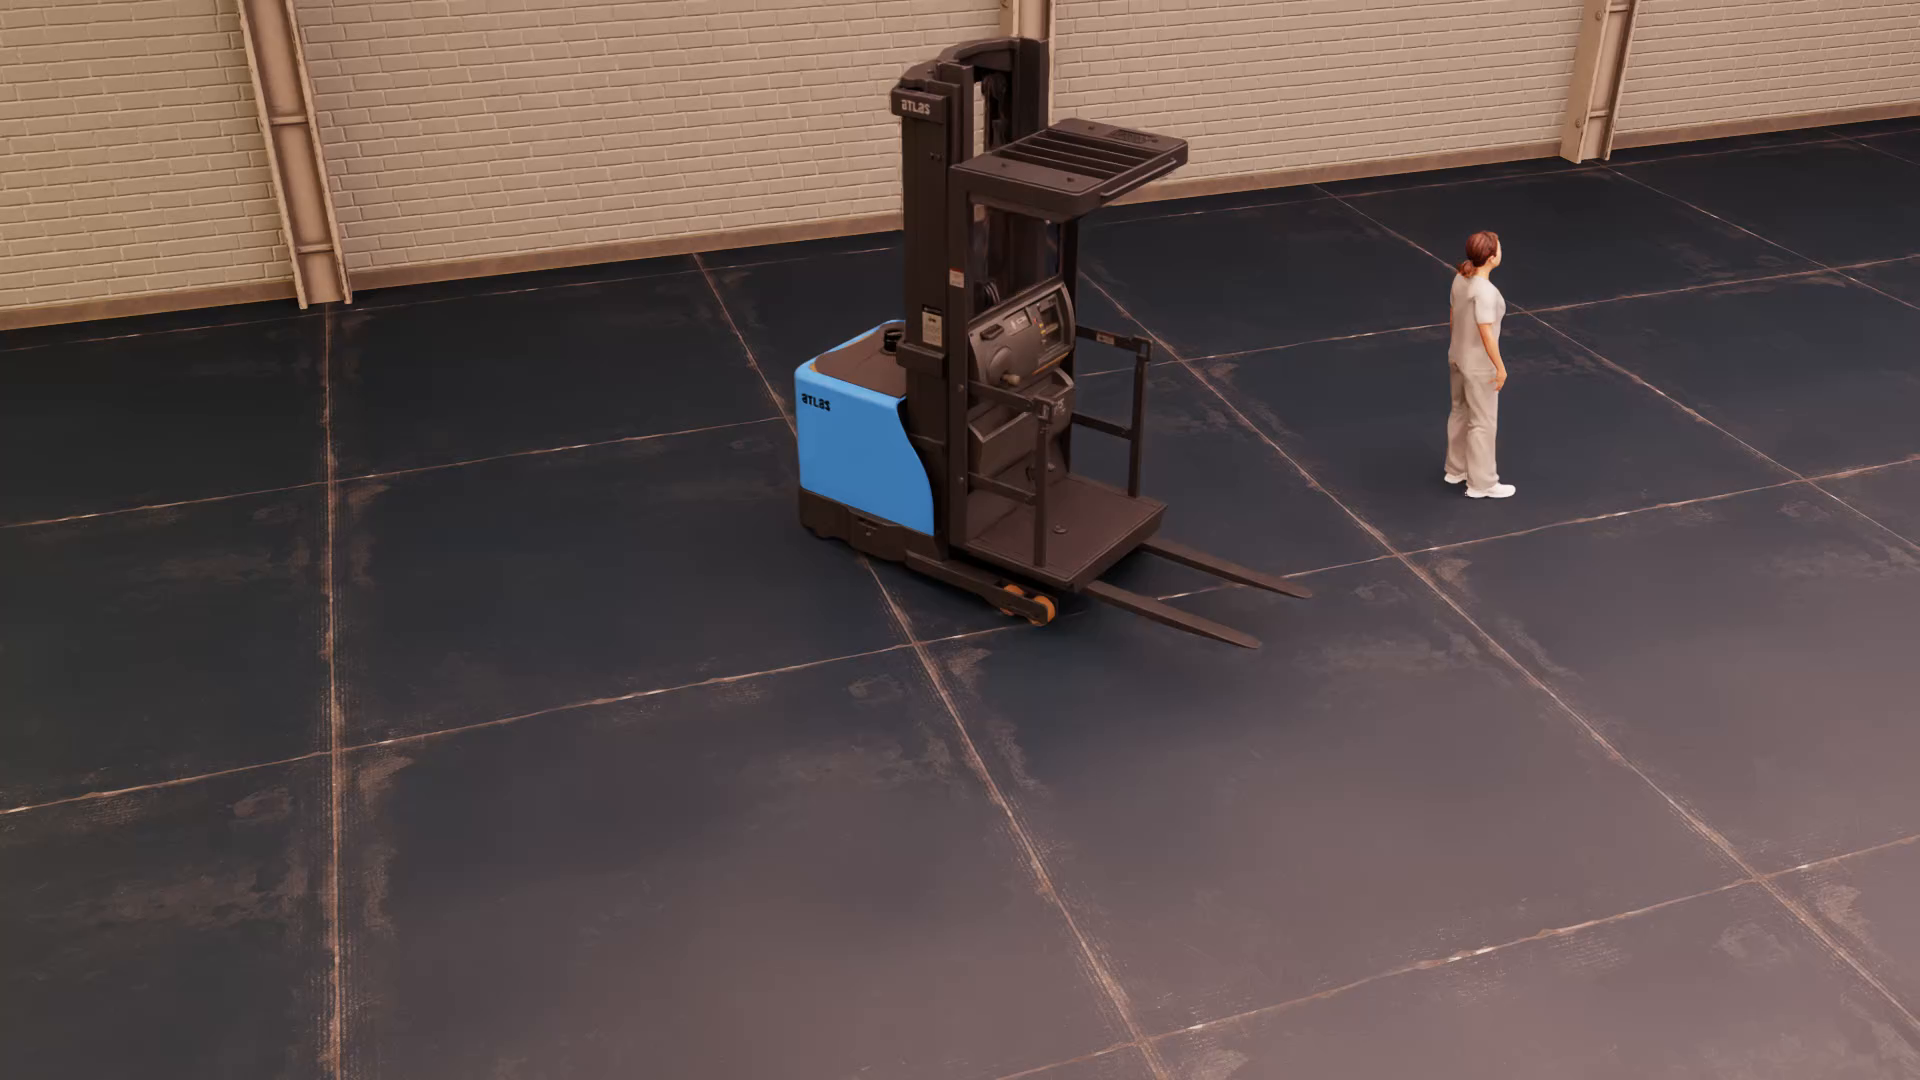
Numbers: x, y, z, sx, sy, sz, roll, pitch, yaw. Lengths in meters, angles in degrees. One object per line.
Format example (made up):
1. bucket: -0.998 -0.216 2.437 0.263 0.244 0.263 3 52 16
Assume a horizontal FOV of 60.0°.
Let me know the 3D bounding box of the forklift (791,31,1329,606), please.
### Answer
1. forklift: 0.607 -1.193 9.160 3.031 2.935 1.130 8 31 14

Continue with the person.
1. person: 3.230 -1.096 10.241 0.543 1.677 0.542 -6 30 -10
